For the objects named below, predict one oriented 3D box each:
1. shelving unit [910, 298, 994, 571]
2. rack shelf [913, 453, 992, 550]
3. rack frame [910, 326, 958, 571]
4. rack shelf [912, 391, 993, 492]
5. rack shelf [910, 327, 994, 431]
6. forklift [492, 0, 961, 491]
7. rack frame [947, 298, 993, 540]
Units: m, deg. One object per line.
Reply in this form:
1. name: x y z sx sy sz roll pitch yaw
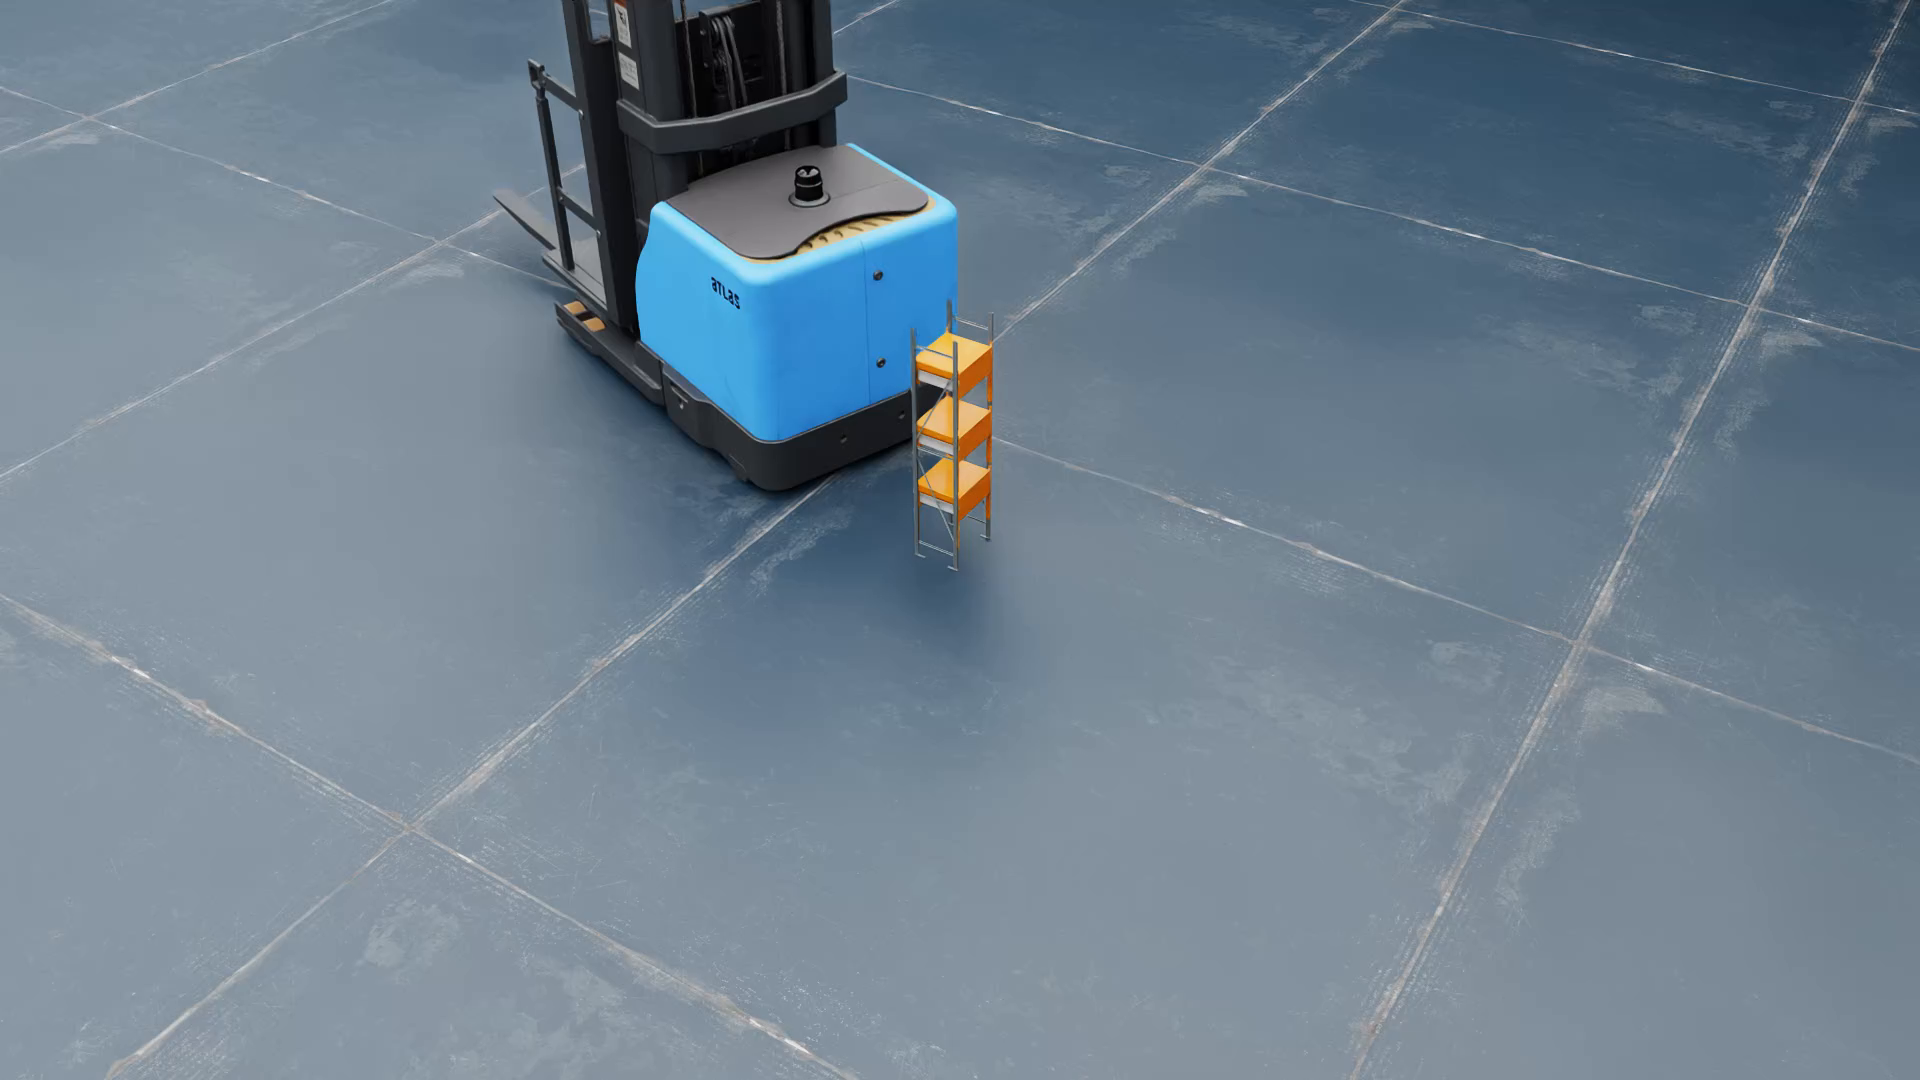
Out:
1. shelving unit: -0.029 -0.388 6.394 0.215 1.050 0.252 21 42 25
2. rack shelf: -0.029 -0.160 6.570 0.215 0.259 0.240 21 42 25
3. rack frame: -0.094 -0.325 6.312 0.200 1.050 0.008 21 42 25
4. rack shelf: -0.029 -0.380 6.400 0.215 0.259 0.240 21 42 25
5. rack shelf: -0.029 -0.605 6.227 0.215 0.259 0.240 21 42 25
6. forklift: -1.286 -2.211 7.217 1.130 2.935 3.031 -25 44 -29
7. rack frame: 0.037 -0.451 6.475 0.200 1.050 0.008 21 42 25
